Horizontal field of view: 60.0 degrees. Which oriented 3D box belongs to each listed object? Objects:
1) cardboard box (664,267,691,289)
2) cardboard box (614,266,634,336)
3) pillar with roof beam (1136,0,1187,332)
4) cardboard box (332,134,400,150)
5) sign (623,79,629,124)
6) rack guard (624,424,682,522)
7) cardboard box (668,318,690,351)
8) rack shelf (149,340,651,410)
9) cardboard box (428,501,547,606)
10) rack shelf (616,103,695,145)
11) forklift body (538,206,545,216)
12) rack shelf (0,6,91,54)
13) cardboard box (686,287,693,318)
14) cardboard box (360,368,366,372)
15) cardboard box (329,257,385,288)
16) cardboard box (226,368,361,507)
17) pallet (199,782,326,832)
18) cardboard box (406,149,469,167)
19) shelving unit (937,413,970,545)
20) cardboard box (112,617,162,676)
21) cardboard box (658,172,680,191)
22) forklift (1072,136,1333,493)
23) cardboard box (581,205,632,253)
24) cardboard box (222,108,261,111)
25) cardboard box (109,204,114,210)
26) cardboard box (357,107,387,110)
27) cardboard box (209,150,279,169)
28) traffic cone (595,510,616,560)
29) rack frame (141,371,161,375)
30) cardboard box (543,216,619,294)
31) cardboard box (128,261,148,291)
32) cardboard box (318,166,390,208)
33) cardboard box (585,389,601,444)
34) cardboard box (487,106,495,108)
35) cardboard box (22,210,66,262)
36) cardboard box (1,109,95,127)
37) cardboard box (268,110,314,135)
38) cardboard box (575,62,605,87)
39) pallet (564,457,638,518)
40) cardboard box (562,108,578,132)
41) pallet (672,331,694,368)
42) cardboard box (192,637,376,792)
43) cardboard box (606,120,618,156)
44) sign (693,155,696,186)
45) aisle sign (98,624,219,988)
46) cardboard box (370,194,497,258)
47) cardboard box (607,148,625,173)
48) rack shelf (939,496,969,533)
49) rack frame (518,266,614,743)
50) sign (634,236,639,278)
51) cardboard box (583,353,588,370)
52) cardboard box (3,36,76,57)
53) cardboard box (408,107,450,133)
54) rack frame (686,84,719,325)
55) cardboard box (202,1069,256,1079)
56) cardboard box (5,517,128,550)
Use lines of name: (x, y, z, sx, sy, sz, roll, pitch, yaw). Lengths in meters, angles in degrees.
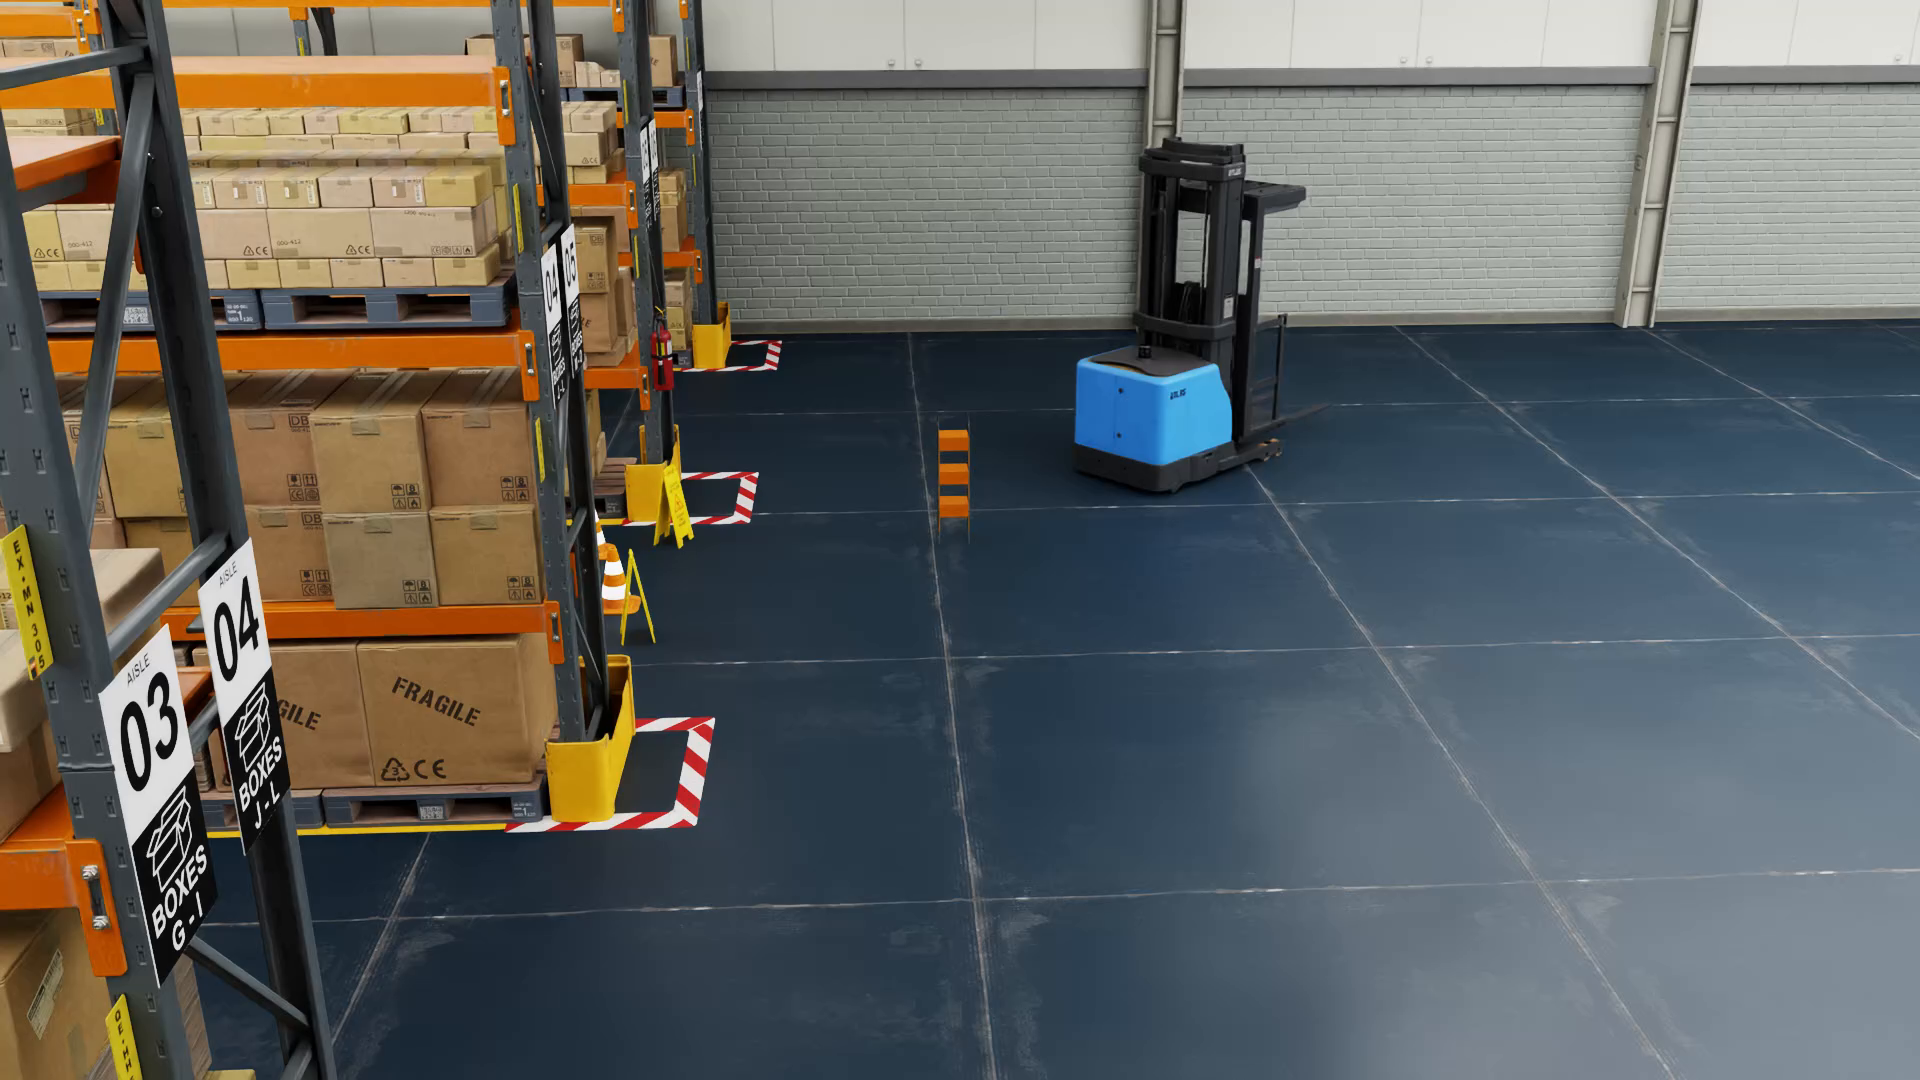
cardboard box: (-3.367, -2.966, 19.063, 0.500, 0.250, 0.500, -1, 21, -4)
cardboard box: (-3.078, -2.041, 14.208, 0.500, 0.500, 0.500, -1, 21, -4)
pillar with roof beam: (2.613, -5.232, 14.716, 0.400, 9.000, 9.100, -1, 21, -3)
cardboard box: (-4.609, -3.098, 13.119, 0.500, 0.250, 0.500, -1, 21, -3)
sign: (-2.578, -3.384, 12.835, 0.005, 0.325, 0.100, -1, 21, -3)
rack guard: (-2.666, -0.597, 14.485, 0.348, 0.500, 1.175, -1, 21, -3)
cardboard box: (-3.328, -2.319, 18.771, 0.500, 0.250, 0.500, -1, 21, -3)
rack shelf: (-4.586, -1.390, 14.066, 4.000, 0.370, 1.077, -1, 21, -3)
cardboard box: (-2.574, -0.057, 9.343, 0.550, 0.550, 0.875, -1, 21, -3)
rack shelf: (-4.873, -4.555, 18.163, 4.000, 0.370, 1.077, -1, 21, -3)
forklift body: (-4.666, -2.446, 17.024, 1.214, 2.155, 2.313, -1, 21, -3)
rack shelf: (-8.580, -3.925, 12.856, 4.000, 0.370, 1.077, -1, 21, -3)
cardboard box: (-3.358, -2.739, 19.170, 0.500, 0.250, 0.500, -1, 21, -2)
cardboard box: (-4.973, -1.483, 13.653, 0.250, 0.149, 0.380, -1, 21, -3)
cardboard box: (-3.027, -1.400, 8.489, 0.250, 0.149, 0.380, -1, 21, -2)
cardboard box: (-3.690, -0.584, 9.211, 0.550, 0.550, 0.875, -1, 21, -3)
pallet: (-4.215, 1.361, 9.750, 1.213, 0.211, 1.003, -1, 21, -3)
cardboard box: (-2.808, -2.012, 8.975, 0.250, 0.149, 0.380, -1, 21, -3)
shelving unit: (-0.053, -0.490, 13.431, 0.252, 1.050, 0.215, -1, 21, -3)
cardboard box: (-2.520, 0.340, 4.507, 0.500, 0.250, 0.500, -1, 21, -1)
cardboard box: (-3.222, -3.936, 18.274, 0.250, 0.149, 0.380, -1, 21, -3)
forklift: (2.420, -2.222, 15.339, 1.130, 2.935, 3.031, 19, 28, 41)
cardboard box: (-3.872, -3.466, 18.368, 0.500, 0.500, 0.500, -1, 21, -1)
cardboard box: (-5.759, -3.432, 13.437, 0.250, 0.149, 0.380, -1, 21, -2)
cardboard box: (-4.046, -1.752, 8.292, 0.250, 0.149, 0.380, -1, 21, -3)
cardboard box: (-4.737, -3.492, 13.593, 0.250, 0.149, 0.380, -1, 21, -2)
cardboard box: (-3.827, -1.991, 8.921, 0.250, 0.149, 0.380, -1, 21, -4)
traffic cone: (-2.945, -0.114, 13.270, 0.334, 0.463, 0.336, -1, 21, -3)
rack frame: (-6.583, -1.685, 13.831, 0.127, 3.000, 1.000, -1, 21, -3)
cardboard box: (-3.087, -2.331, 13.565, 0.500, 0.500, 0.700, -2, 21, -4)
cardboard box: (-4.042, -1.380, 8.435, 0.250, 0.149, 0.380, -1, 21, -2)
cardboard box: (-3.028, -1.773, 8.348, 0.250, 0.149, 0.380, -1, 21, -2)
cardboard box: (-3.434, -1.109, 14.539, 0.500, 0.500, 0.500, -2, 21, -5)
cardboard box: (-3.715, -3.516, 13.657, 0.250, 0.149, 0.380, -1, 21, -3)
cardboard box: (-4.688, -1.574, 8.386, 0.500, 0.250, 0.500, -1, 21, -4)
cardboard box: (-7.155, -3.390, 13.011, 0.500, 0.250, 0.500, -1, 21, -2)
cardboard box: (-5.219, -3.269, 13.009, 0.250, 0.149, 0.380, -2, 21, -5)
cardboard box: (-3.940, -4.982, 17.732, 0.258, 0.266, 0.396, -1, 21, -3)
pallet: (-3.479, -0.458, 14.527, 1.213, 0.211, 1.003, -1, 21, -3)
cardboard box: (-3.170, -3.320, 13.143, 0.250, 0.149, 0.380, -1, 21, -2)
pallet: (-3.638, -2.196, 19.092, 1.213, 0.211, 1.003, -1, 21, -3)
cardboard box: (-3.758, 0.843, 9.588, 0.875, 0.875, 0.875, -1, 21, -4)
cardboard box: (-3.107, -3.322, 13.707, 0.500, 0.250, 0.500, -2, 21, -4)
sign: (-2.860, -3.988, 17.921, 0.005, 0.325, 0.100, -1, 21, -3)
aisle sign: (-1.945, 0.644, 4.059, 0.004, 0.787, 0.394, -1, 21, -3)
cardboard box: (-2.679, -1.615, 8.492, 0.500, 0.250, 0.500, -1, 21, -2)
cardboard box: (-2.939, -3.159, 13.841, 0.250, 0.149, 0.380, -1, 21, -3)
rack shelf: (-0.053, -0.220, 13.534, 0.240, 0.259, 0.215, -1, 21, -3)
rack frame: (-2.206, -0.010, 9.432, 0.127, 3.000, 1.000, -1, 21, -3)
sign: (-2.578, -2.258, 13.264, 0.005, 0.325, 0.100, -1, 21, -3)
cardboard box: (-3.197, -1.521, 13.753, 0.250, 0.149, 0.380, -1, 21, -4)
cardboard box: (-9.629, -5.033, 17.537, 0.500, 0.500, 0.700, -2, 21, -4)
cardboard box: (-4.187, -3.323, 13.150, 0.250, 0.149, 0.380, -2, 21, -5)
rack frame: (-2.877, -3.530, 18.676, 0.127, 3.000, 1.000, -1, 21, -3)
cardboard box: (-2.322, 1.792, 5.050, 0.250, 0.149, 0.380, -1, 21, -3)
cardboard box: (-4.738, 0.001, 9.192, 0.550, 0.550, 0.875, -1, 21, -3)
